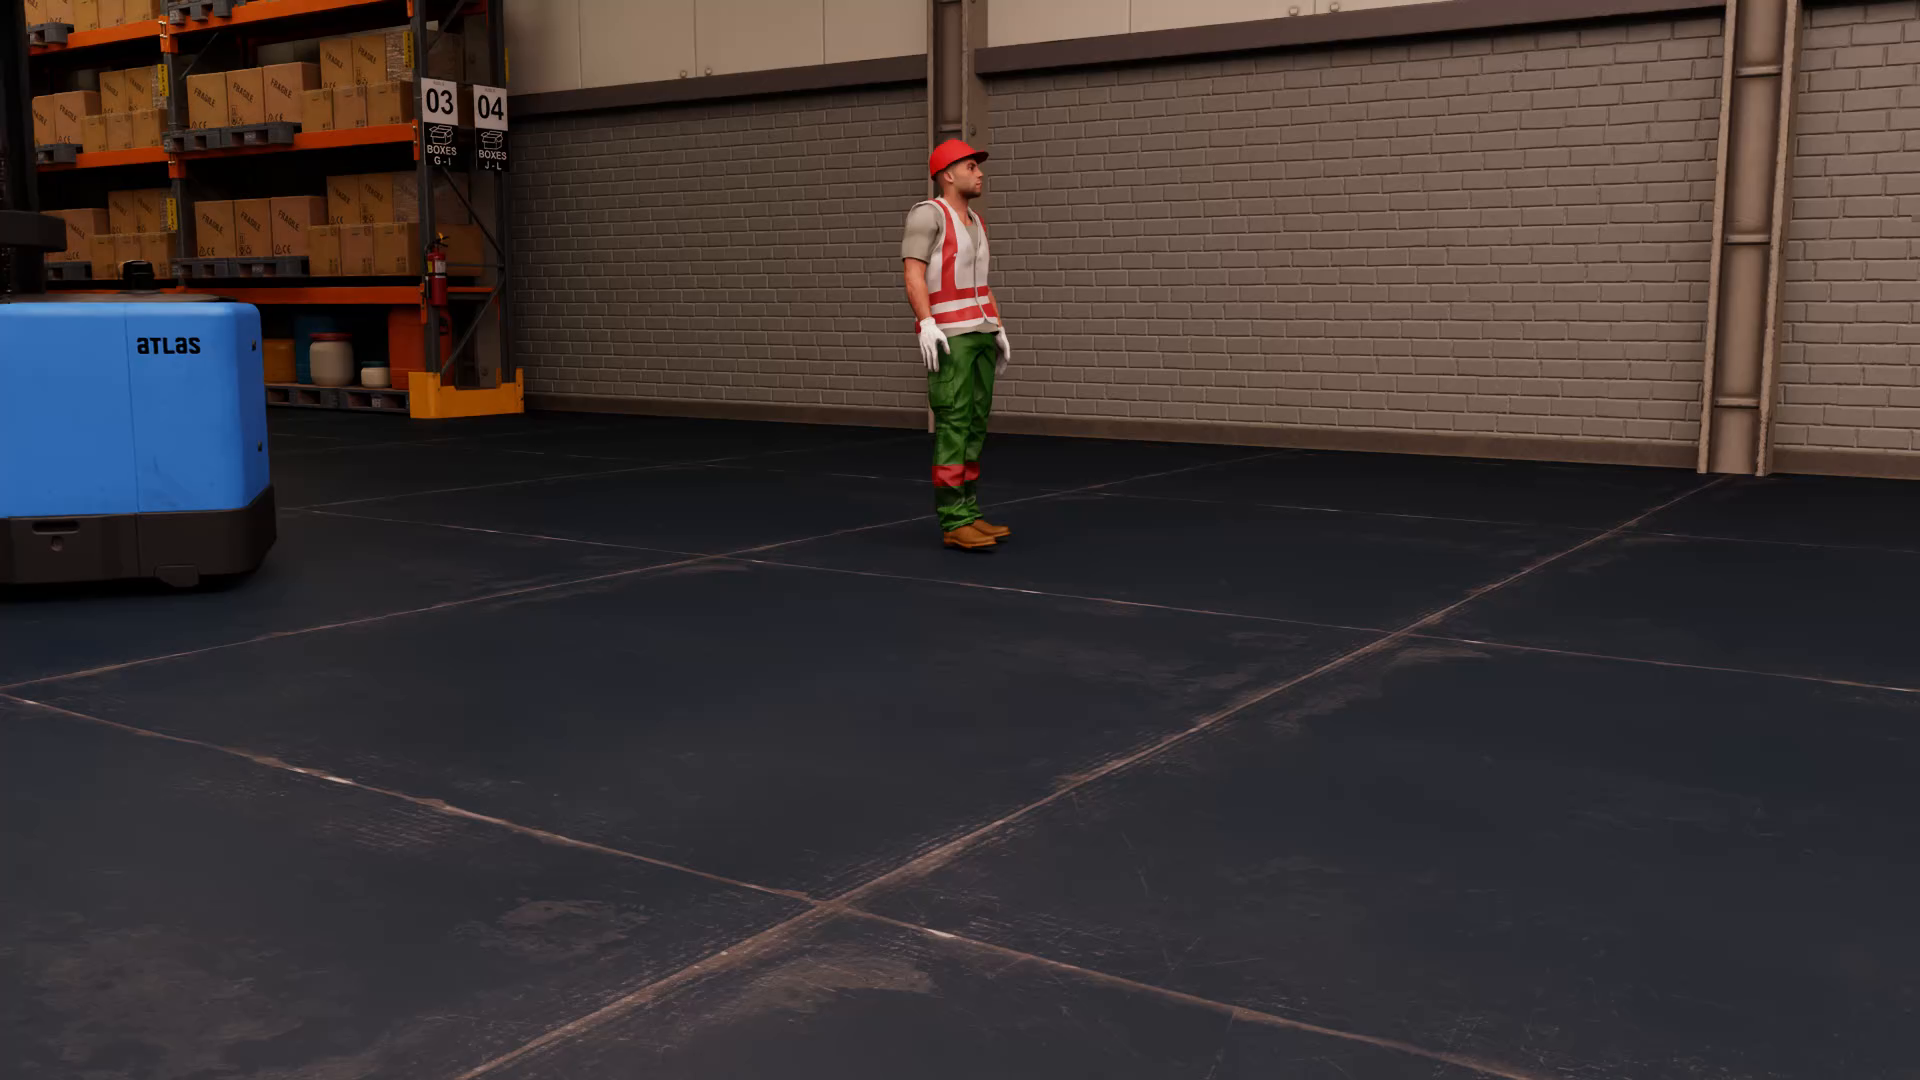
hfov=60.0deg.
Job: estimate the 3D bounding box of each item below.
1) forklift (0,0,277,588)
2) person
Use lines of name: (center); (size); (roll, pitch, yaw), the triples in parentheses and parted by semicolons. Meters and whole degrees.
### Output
forklift: (-4.252, -1.264, 6.085); (3.031, 2.935, 1.130); (-2, 8, -17)
person: (0.061, -0.885, 7.423); (0.562, 1.789, 0.638); (5, 10, 34)
